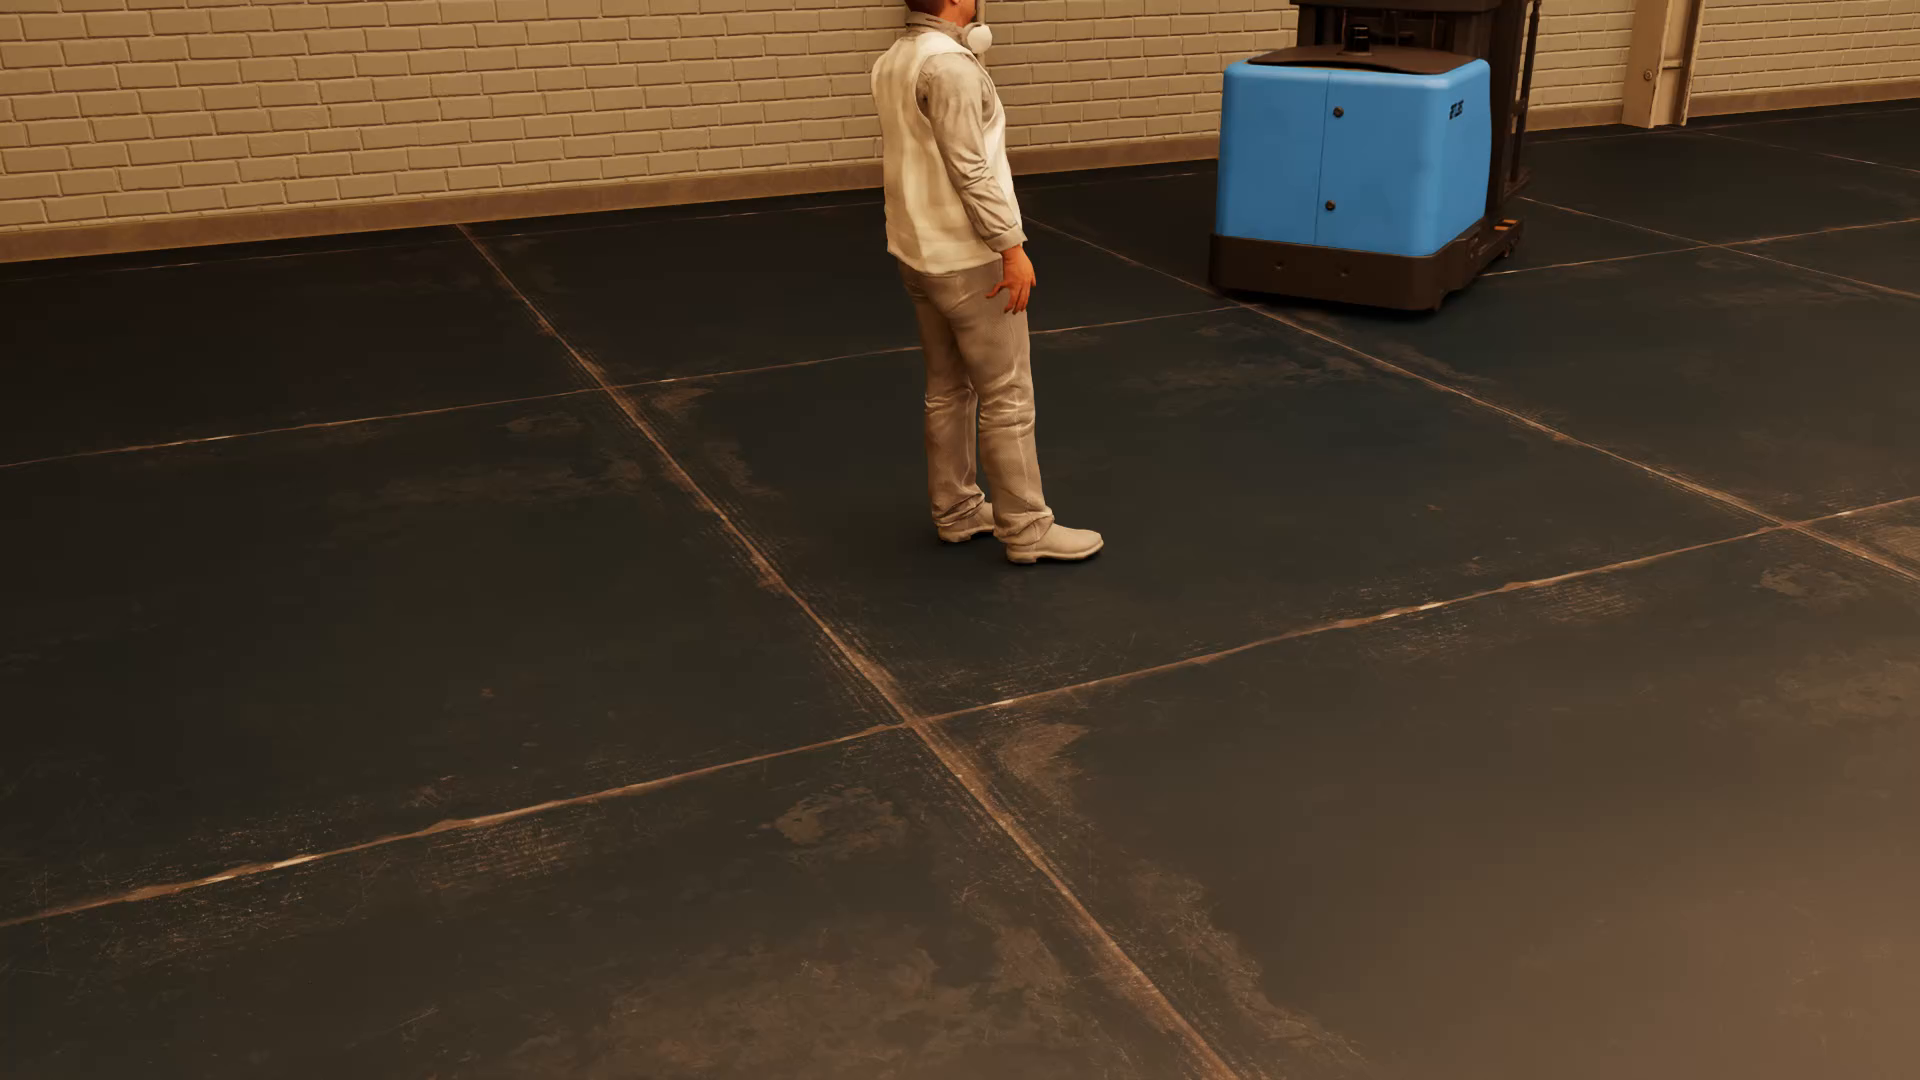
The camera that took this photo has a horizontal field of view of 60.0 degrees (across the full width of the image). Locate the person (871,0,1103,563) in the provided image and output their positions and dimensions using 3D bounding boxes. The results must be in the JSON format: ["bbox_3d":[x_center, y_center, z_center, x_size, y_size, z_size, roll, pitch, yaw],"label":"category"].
[{"bbox_3d":[0.060,-0.834,4.782,0.566,1.775,0.634,-10,25,-23],"label":"person"}]

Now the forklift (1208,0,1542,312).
[{"bbox_3d":[2.327,-2.893,8.249,1.130,2.935,3.031,12,25,27],"label":"forklift"}]
